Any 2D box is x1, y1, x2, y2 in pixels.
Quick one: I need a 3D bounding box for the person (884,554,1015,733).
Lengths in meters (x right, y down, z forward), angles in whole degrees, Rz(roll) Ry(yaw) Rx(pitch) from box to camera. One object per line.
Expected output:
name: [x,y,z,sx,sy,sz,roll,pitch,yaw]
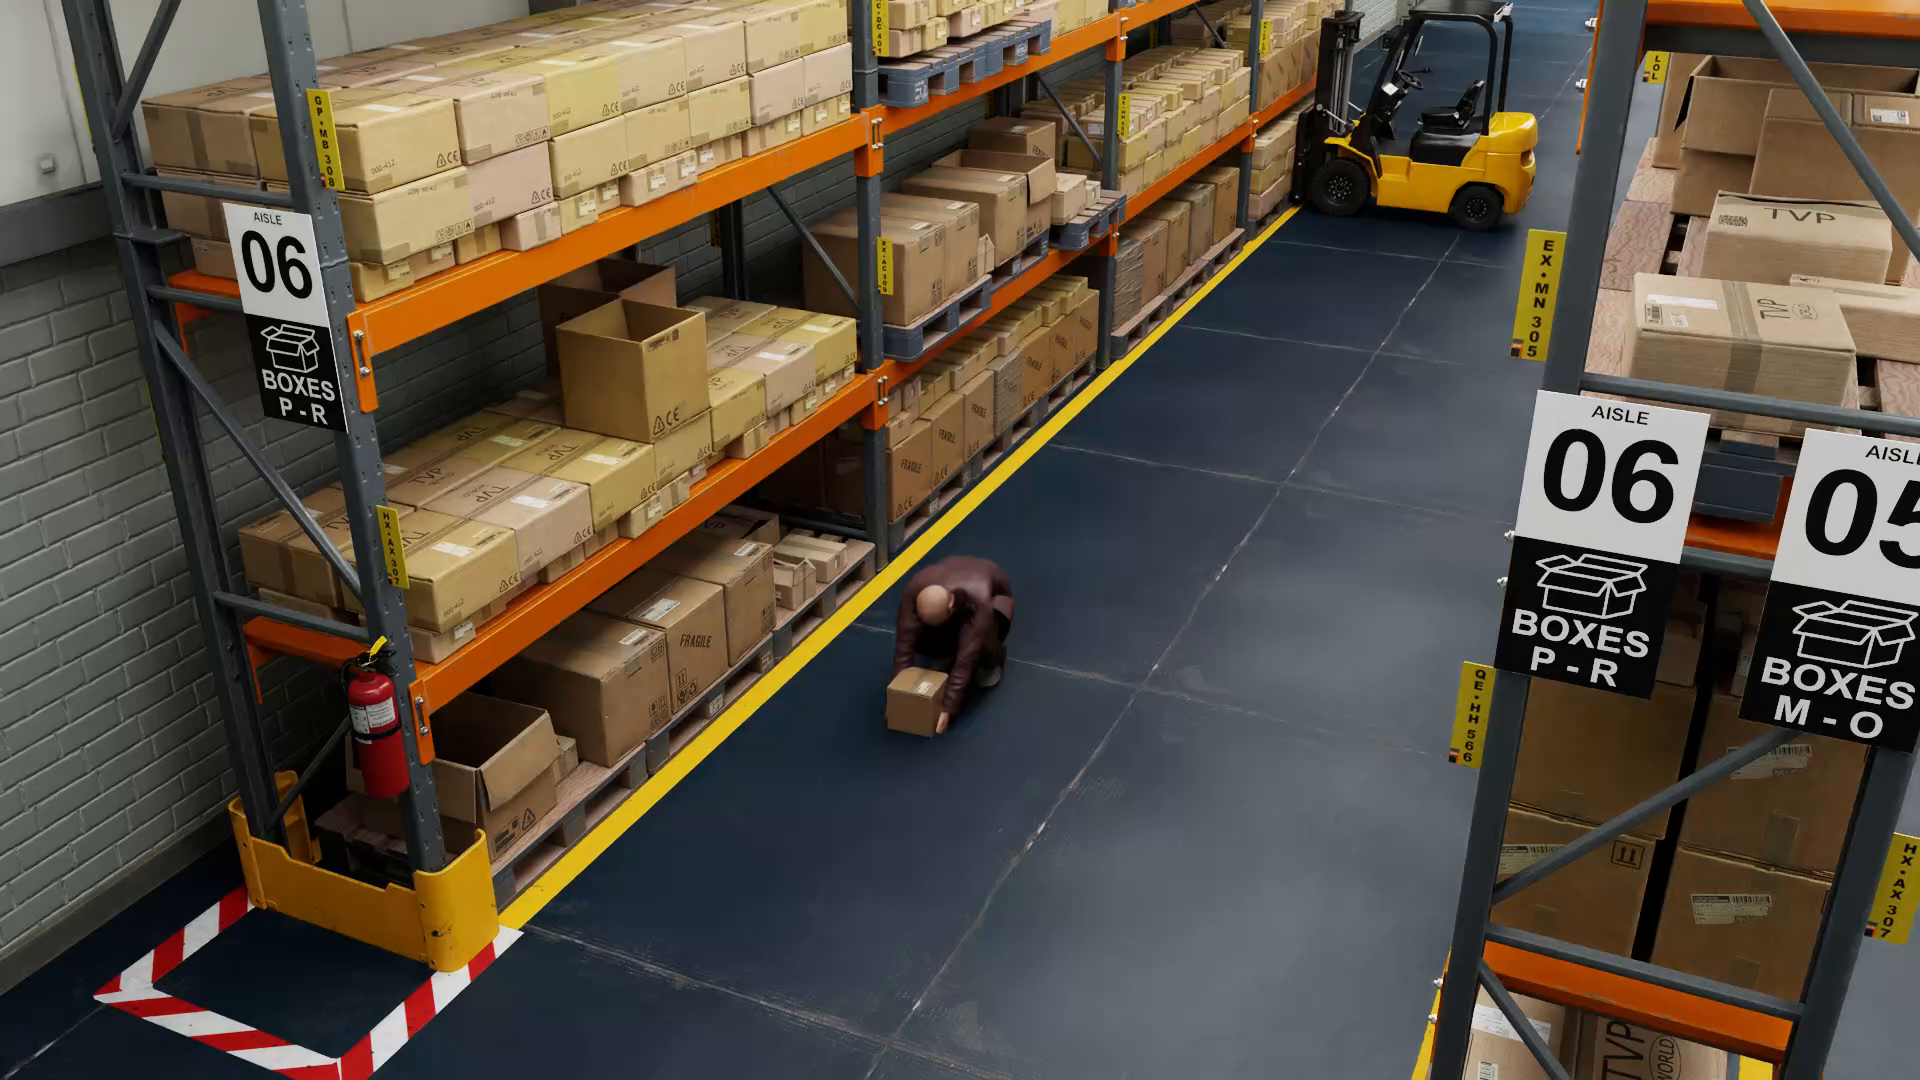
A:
person: [-0.044,0.501,8.872,0.582,0.822,1.011,11,28,22]
